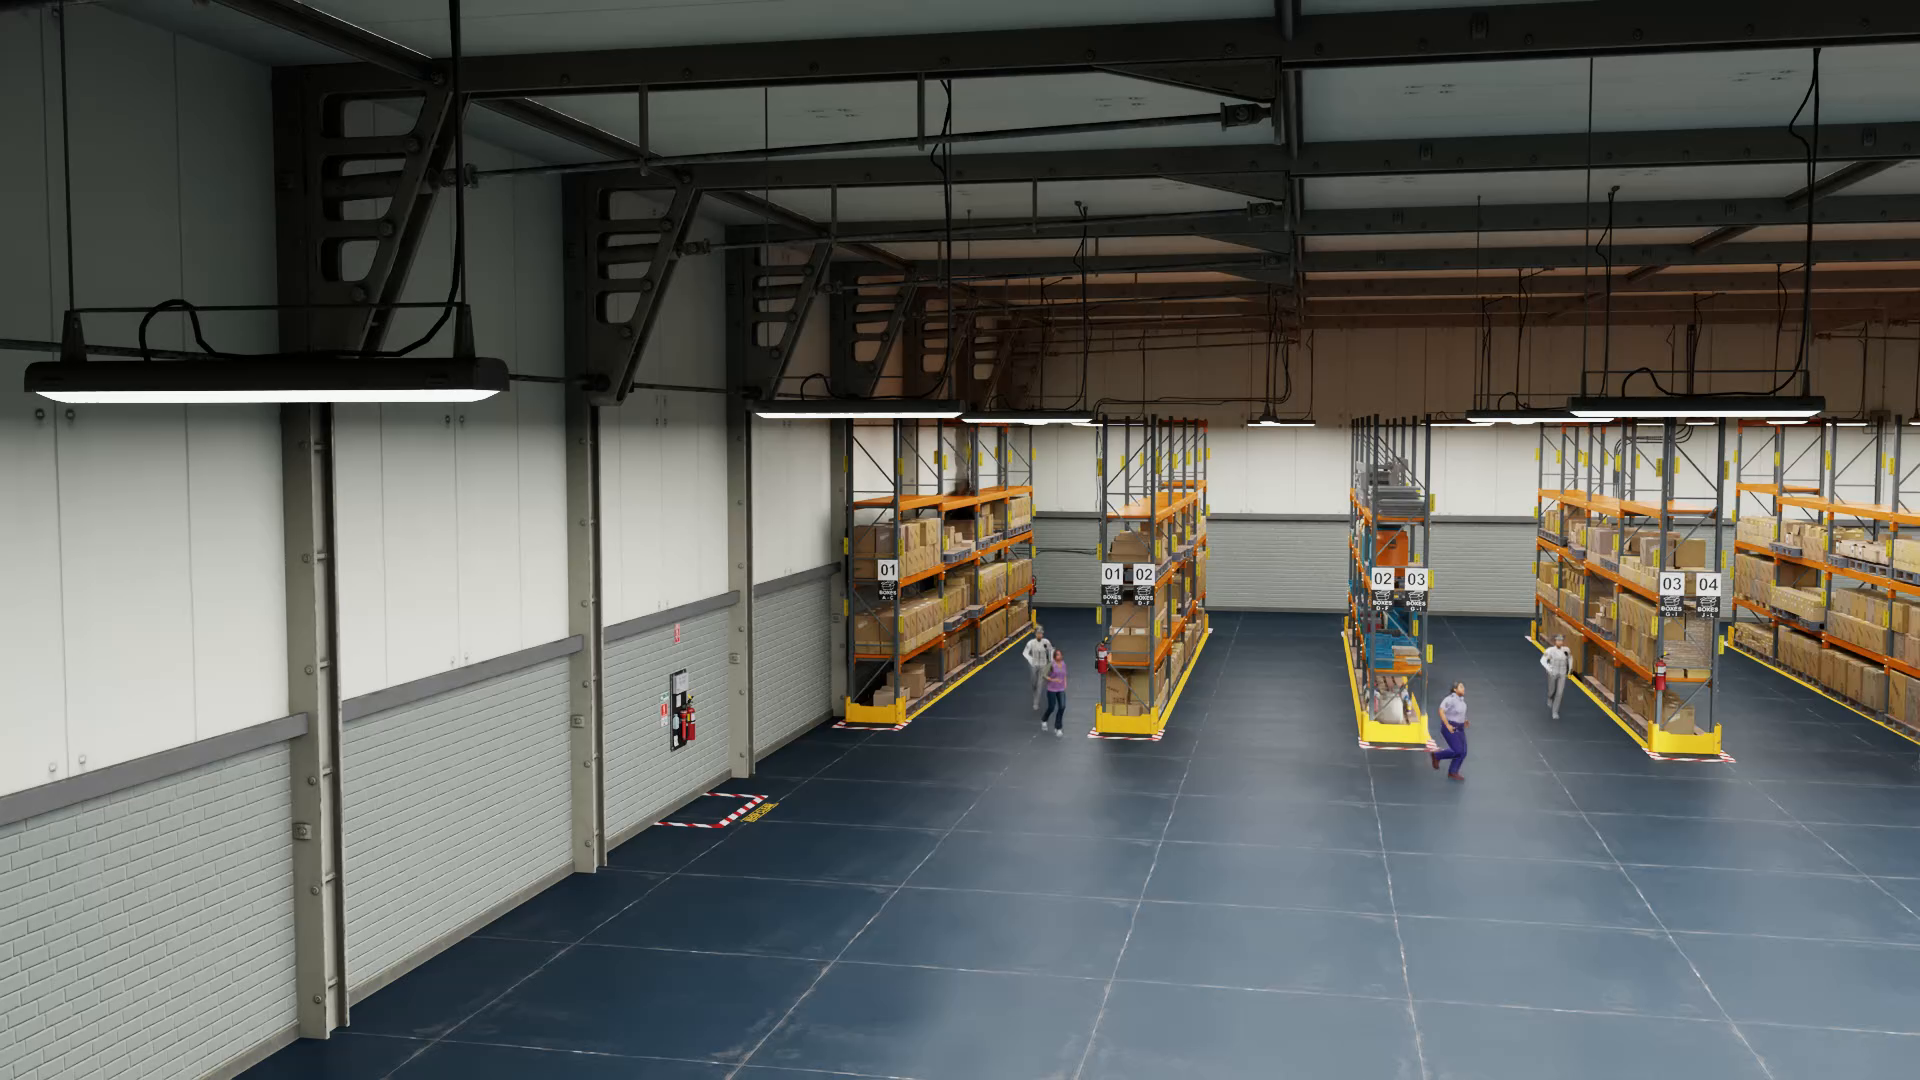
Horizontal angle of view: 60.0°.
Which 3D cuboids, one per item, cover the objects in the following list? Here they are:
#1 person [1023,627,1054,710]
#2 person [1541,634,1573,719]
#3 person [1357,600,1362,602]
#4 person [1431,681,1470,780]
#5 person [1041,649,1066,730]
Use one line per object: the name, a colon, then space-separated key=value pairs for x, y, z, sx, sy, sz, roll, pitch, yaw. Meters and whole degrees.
person: x=1.602 y=2.613 z=34.361 sx=0.594 sy=1.680 sz=0.873 roll=0 pitch=4 yaw=1
person: x=11.928 y=2.688 z=33.222 sx=0.641 sy=1.683 sz=0.852 roll=1 pitch=4 yaw=9
person: x=13.344 y=2.687 z=33.445 sx=2.309 sy=1.668 sz=15.751 roll=-3 pitch=5 yaw=-35
person: x=8.067 y=3.113 z=27.338 sx=0.561 sy=1.613 sz=0.624 roll=3 pitch=5 yaw=40
person: x=1.778 y=2.785 z=31.245 sx=0.576 sy=1.490 sz=0.660 roll=-2 pitch=4 yaw=-25
